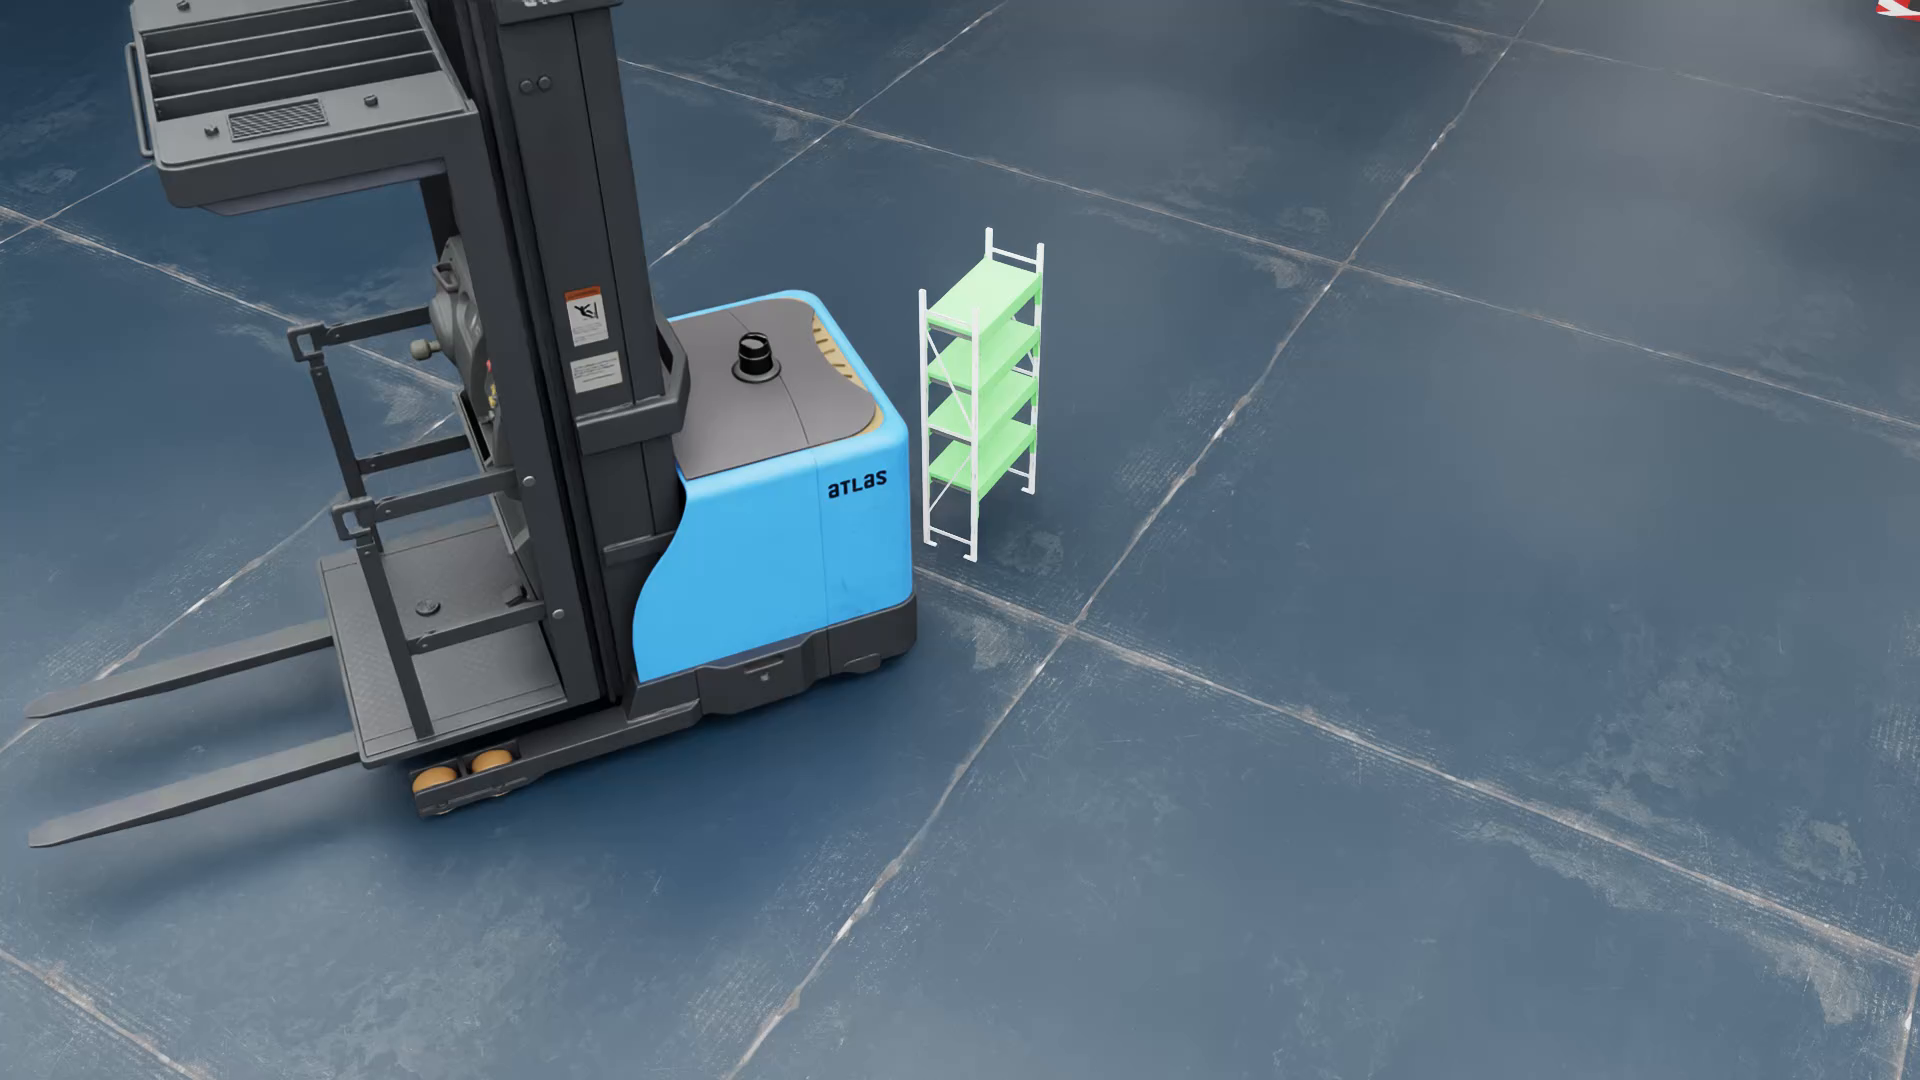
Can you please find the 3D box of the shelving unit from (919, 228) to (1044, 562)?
[{"bbox_3d":[0.083,-0.545,6.461,0.258,1.200,0.503,21,45,22],"label":"shelving unit"}]

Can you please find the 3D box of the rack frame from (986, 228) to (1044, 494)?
[{"bbox_3d":[0.205,-0.685,6.620,0.240,1.200,0.015,21,45,22],"label":"rack frame"}]

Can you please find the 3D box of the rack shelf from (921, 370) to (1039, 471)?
[{"bbox_3d":[0.083,-0.497,6.503,0.258,0.148,0.480,21,45,22],"label":"rack shelf"}]

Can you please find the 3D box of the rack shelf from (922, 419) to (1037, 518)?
[{"bbox_3d":[0.083,-0.317,6.662,0.258,0.148,0.480,21,45,22],"label":"rack shelf"}]

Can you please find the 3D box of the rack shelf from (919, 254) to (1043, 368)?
[{"bbox_3d":[0.083,-0.857,6.186,0.258,0.148,0.480,21,45,22],"label":"rack shelf"}]

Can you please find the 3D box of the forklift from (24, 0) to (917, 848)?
[{"bbox_3d":[-1.723,-0.561,5.170,3.031,2.935,1.130,-16,44,-18],"label":"forklift"}]

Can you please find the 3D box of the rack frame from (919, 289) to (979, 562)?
[{"bbox_3d":[-0.039,-0.405,6.302,0.240,1.200,0.015,21,45,22],"label":"rack frame"}]

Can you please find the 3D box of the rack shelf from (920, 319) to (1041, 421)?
[{"bbox_3d":[0.083,-0.677,6.345,0.258,0.148,0.480,21,45,22],"label":"rack shelf"}]
